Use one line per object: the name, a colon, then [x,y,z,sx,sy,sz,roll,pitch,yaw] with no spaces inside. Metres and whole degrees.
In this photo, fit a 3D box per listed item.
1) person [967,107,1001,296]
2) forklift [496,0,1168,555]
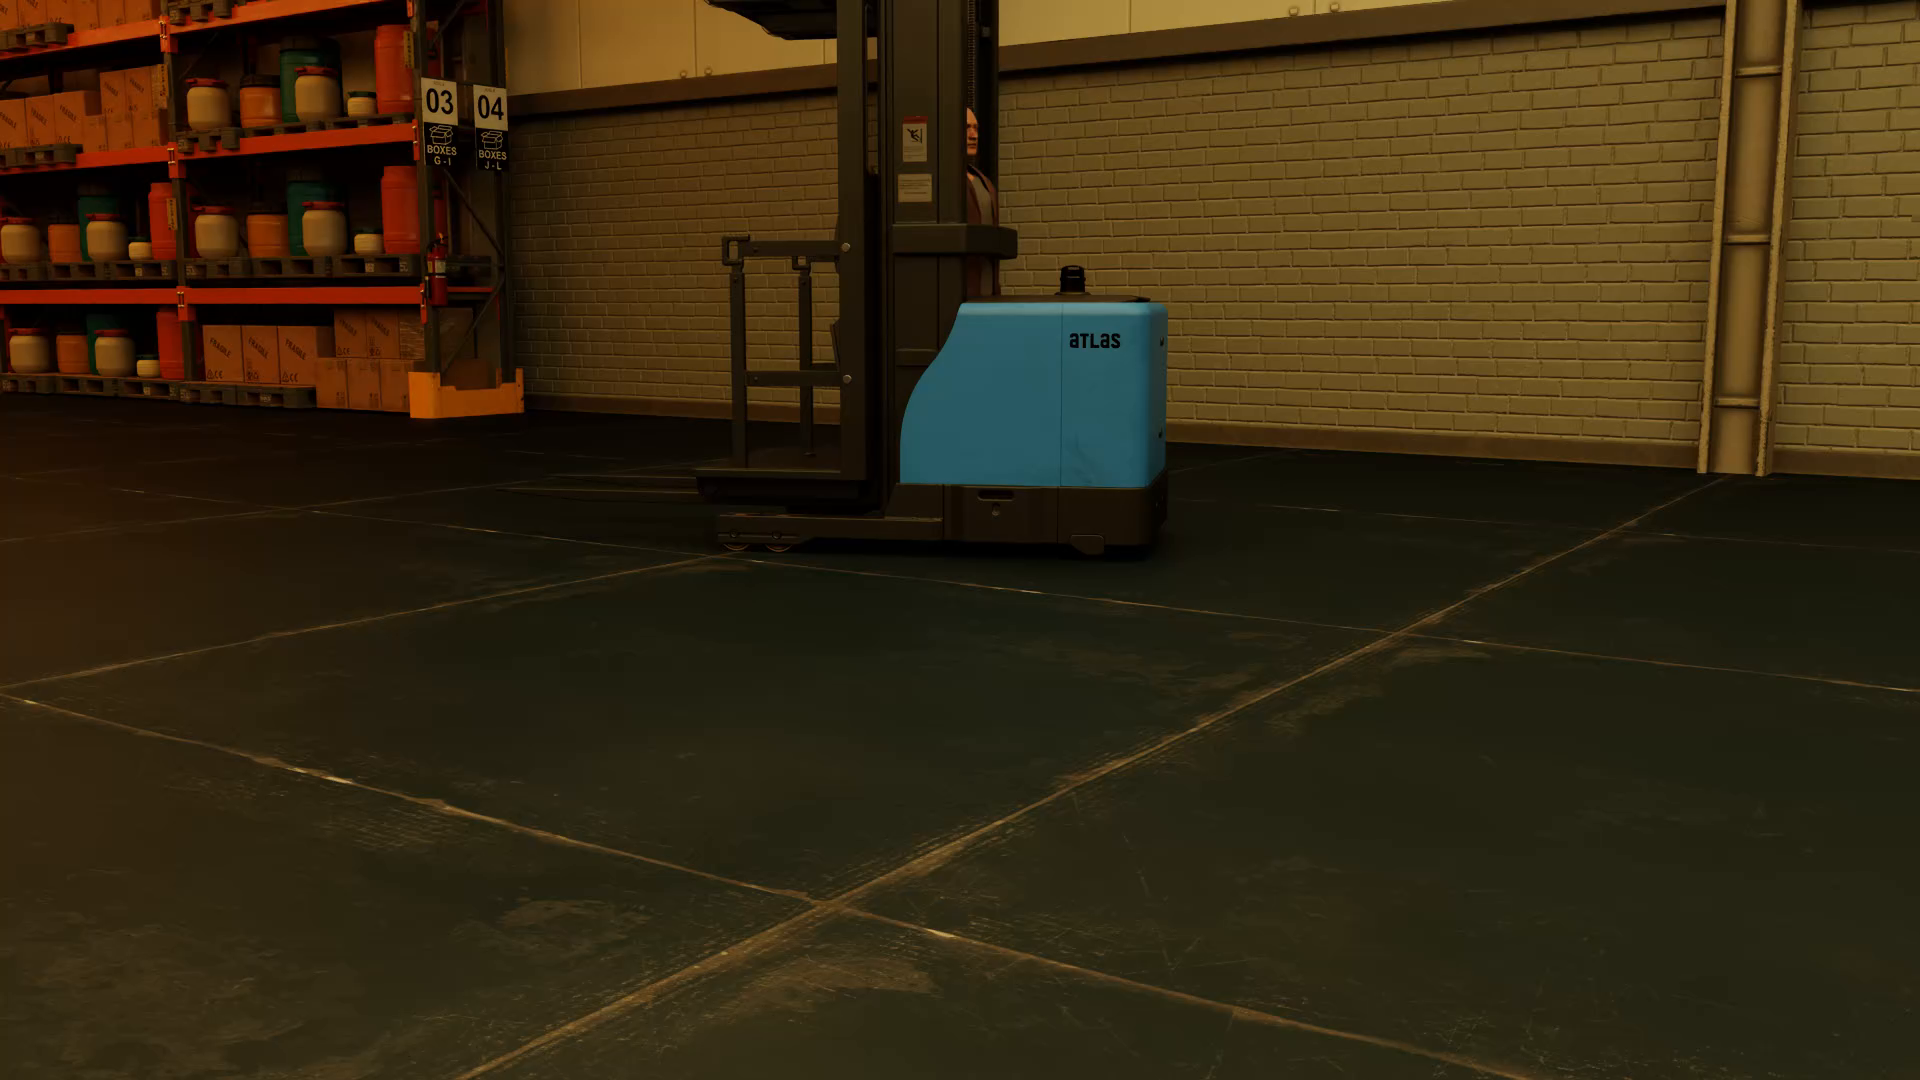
person: [-0.001,-1.080,7.448,0.324,1.705,0.563,5,10,34]
forklift: [-0.596,-1.469,7.520,3.031,2.935,1.130,2,8,12]
